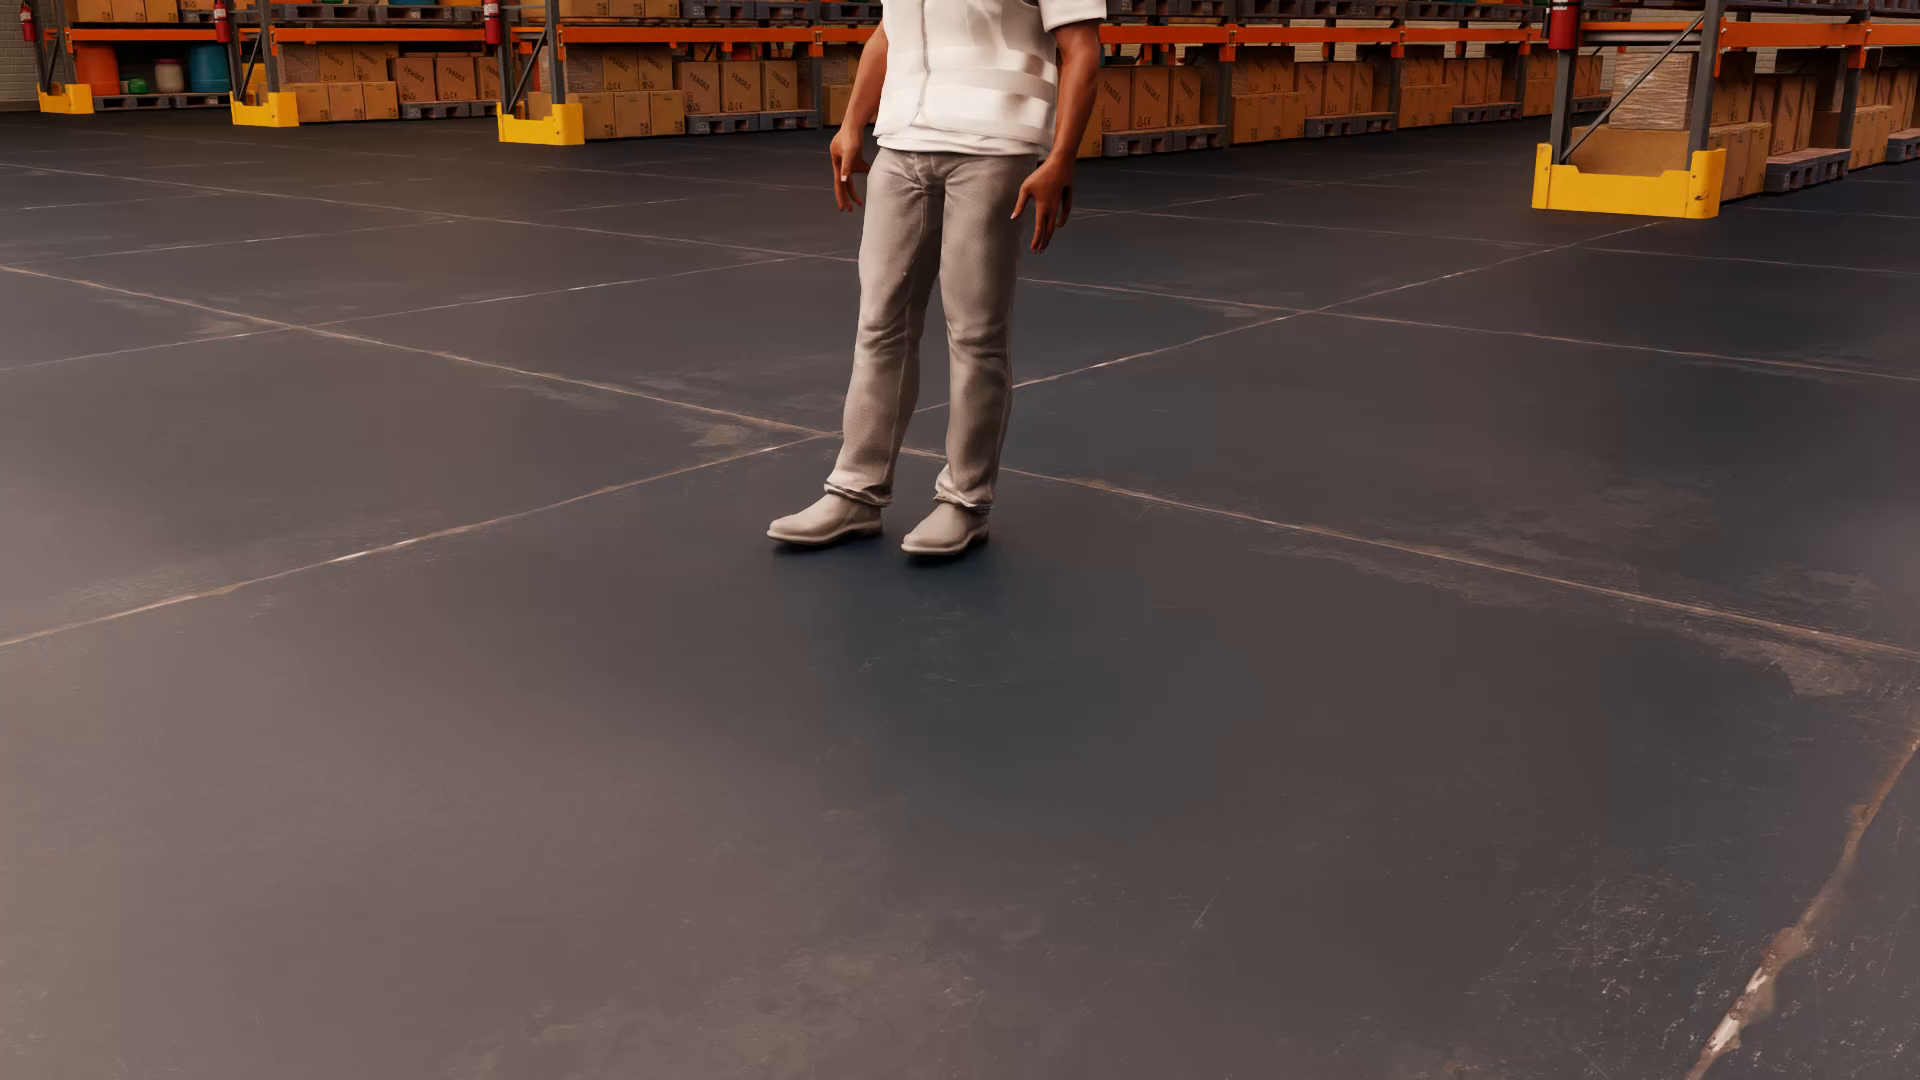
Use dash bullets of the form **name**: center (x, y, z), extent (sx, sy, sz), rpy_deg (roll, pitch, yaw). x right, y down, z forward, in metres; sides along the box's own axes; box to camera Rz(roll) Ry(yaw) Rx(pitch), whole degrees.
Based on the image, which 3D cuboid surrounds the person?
- **person**: center (-0.049, -0.838, 3.636), extent (0.665, 1.765, 0.577), rpy_deg (13, 21, 37)
